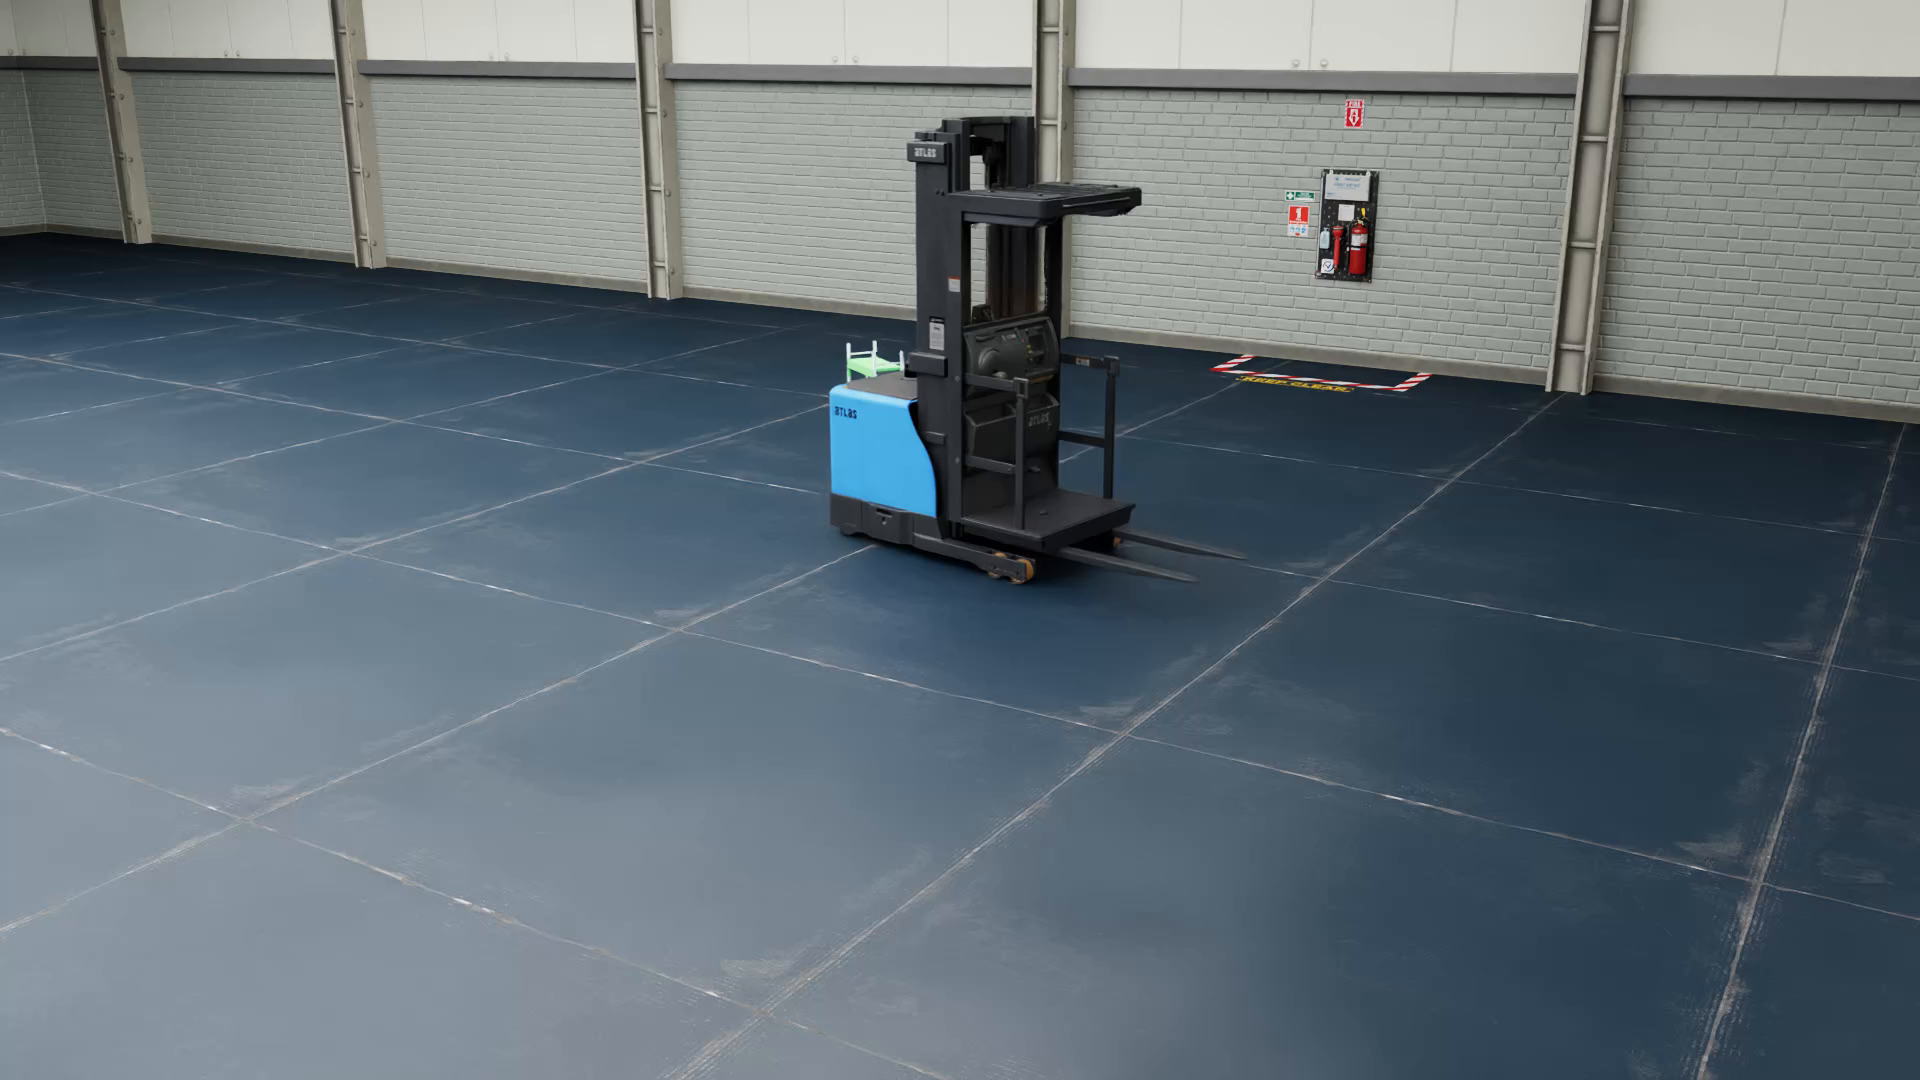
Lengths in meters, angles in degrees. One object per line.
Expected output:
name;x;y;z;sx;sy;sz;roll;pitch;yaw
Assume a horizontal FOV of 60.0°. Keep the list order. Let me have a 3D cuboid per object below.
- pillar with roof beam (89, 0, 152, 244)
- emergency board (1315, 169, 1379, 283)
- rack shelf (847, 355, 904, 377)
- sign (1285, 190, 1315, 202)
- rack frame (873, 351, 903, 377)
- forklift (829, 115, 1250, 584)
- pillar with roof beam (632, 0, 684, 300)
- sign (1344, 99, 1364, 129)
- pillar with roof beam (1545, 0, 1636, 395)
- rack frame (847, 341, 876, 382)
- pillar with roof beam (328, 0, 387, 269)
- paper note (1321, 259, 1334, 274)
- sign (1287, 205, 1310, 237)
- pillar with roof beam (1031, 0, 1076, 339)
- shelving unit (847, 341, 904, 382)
pillar with roof beam;-16.523;-8.410;24.083;0.400;9.000;9.100;10;20;30
emergency board;4.095;-3.340;17.716;0.643;1.169;0.194;10;20;30
rack shelf;-0.644;-1.276;12.585;0.258;0.148;0.480;-8;19;-26
sign;3.677;-3.717;17.985;0.331;0.109;0.001;10;20;30
rack frame;-0.534;-0.814;12.498;0.240;1.200;0.015;-8;19;-26
forklift;0.509;-1.287;11.076;3.031;2.935;1.130;14;22;38
pillar with roof beam;-6.297;-6.584;18.074;0.400;9.000;9.100;10;20;30
sign;4.141;-4.475;17.464;0.199;0.298;0.001;10;20;30
pillar with roof beam;3.928;-4.759;12.065;0.400;9.000;9.100;10;20;30
rack frame;-0.754;-0.941;12.914;0.240;1.200;0.015;-8;19;-26
pillar with roof beam;-11.410;-7.497;21.079;0.400;9.000;9.100;10;20;30
paper note;3.981;-2.963;17.989;0.142;0.148;0.016;10;20;30
sign;3.678;-3.467;18.072;0.234;0.329;0.001;10;20;30
pillar with roof beam;-1.185;-5.672;15.070;0.400;9.000;9.100;10;20;30
shelving unit;-0.644;-0.878;12.706;0.258;1.200;0.503;-8;19;-26
